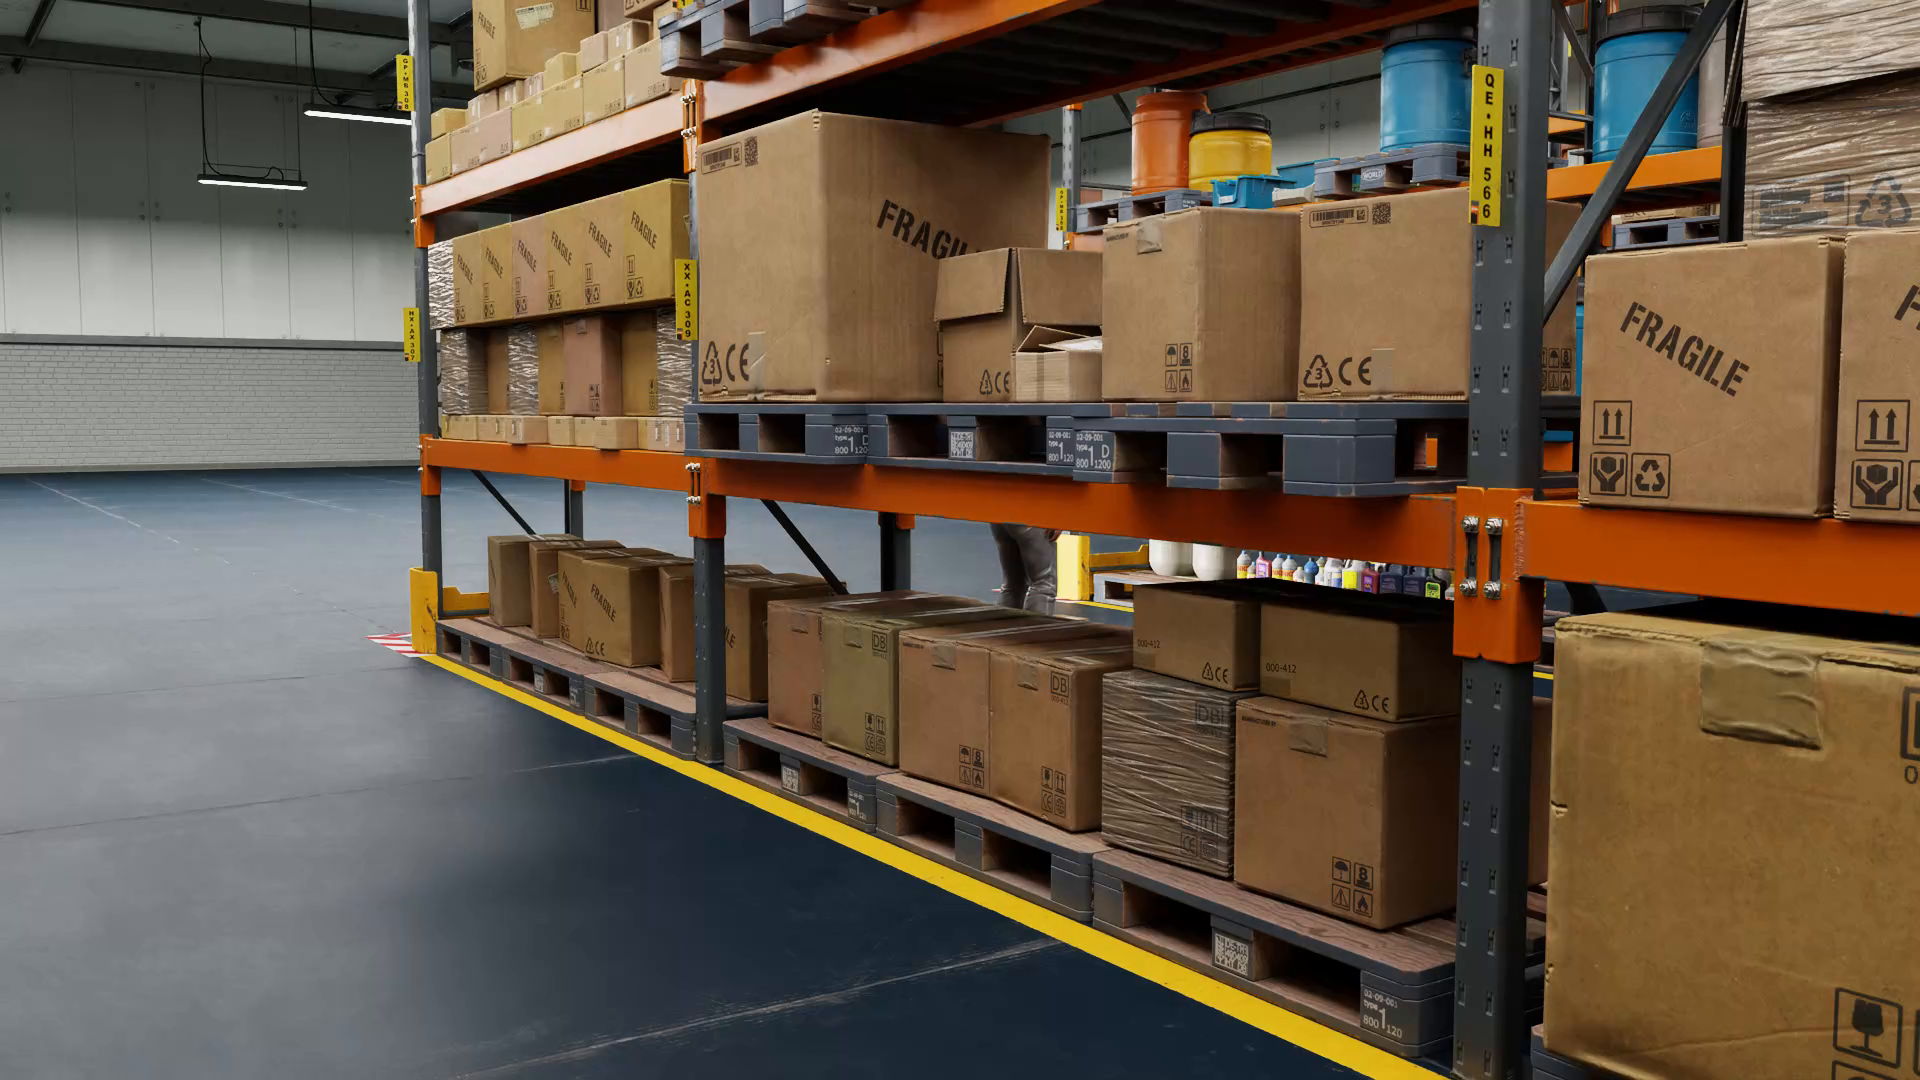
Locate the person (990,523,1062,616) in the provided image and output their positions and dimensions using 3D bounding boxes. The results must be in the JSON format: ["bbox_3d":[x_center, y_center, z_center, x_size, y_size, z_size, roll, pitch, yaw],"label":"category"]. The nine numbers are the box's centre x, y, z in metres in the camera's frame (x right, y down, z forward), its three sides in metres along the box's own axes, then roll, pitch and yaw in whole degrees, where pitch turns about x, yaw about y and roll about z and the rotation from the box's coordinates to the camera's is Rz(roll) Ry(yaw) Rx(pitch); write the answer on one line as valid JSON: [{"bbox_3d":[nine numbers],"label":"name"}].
[{"bbox_3d":[0.379,-0.159,9.618,0.461,1.771,0.581,-3,6,-33],"label":"person"}]
